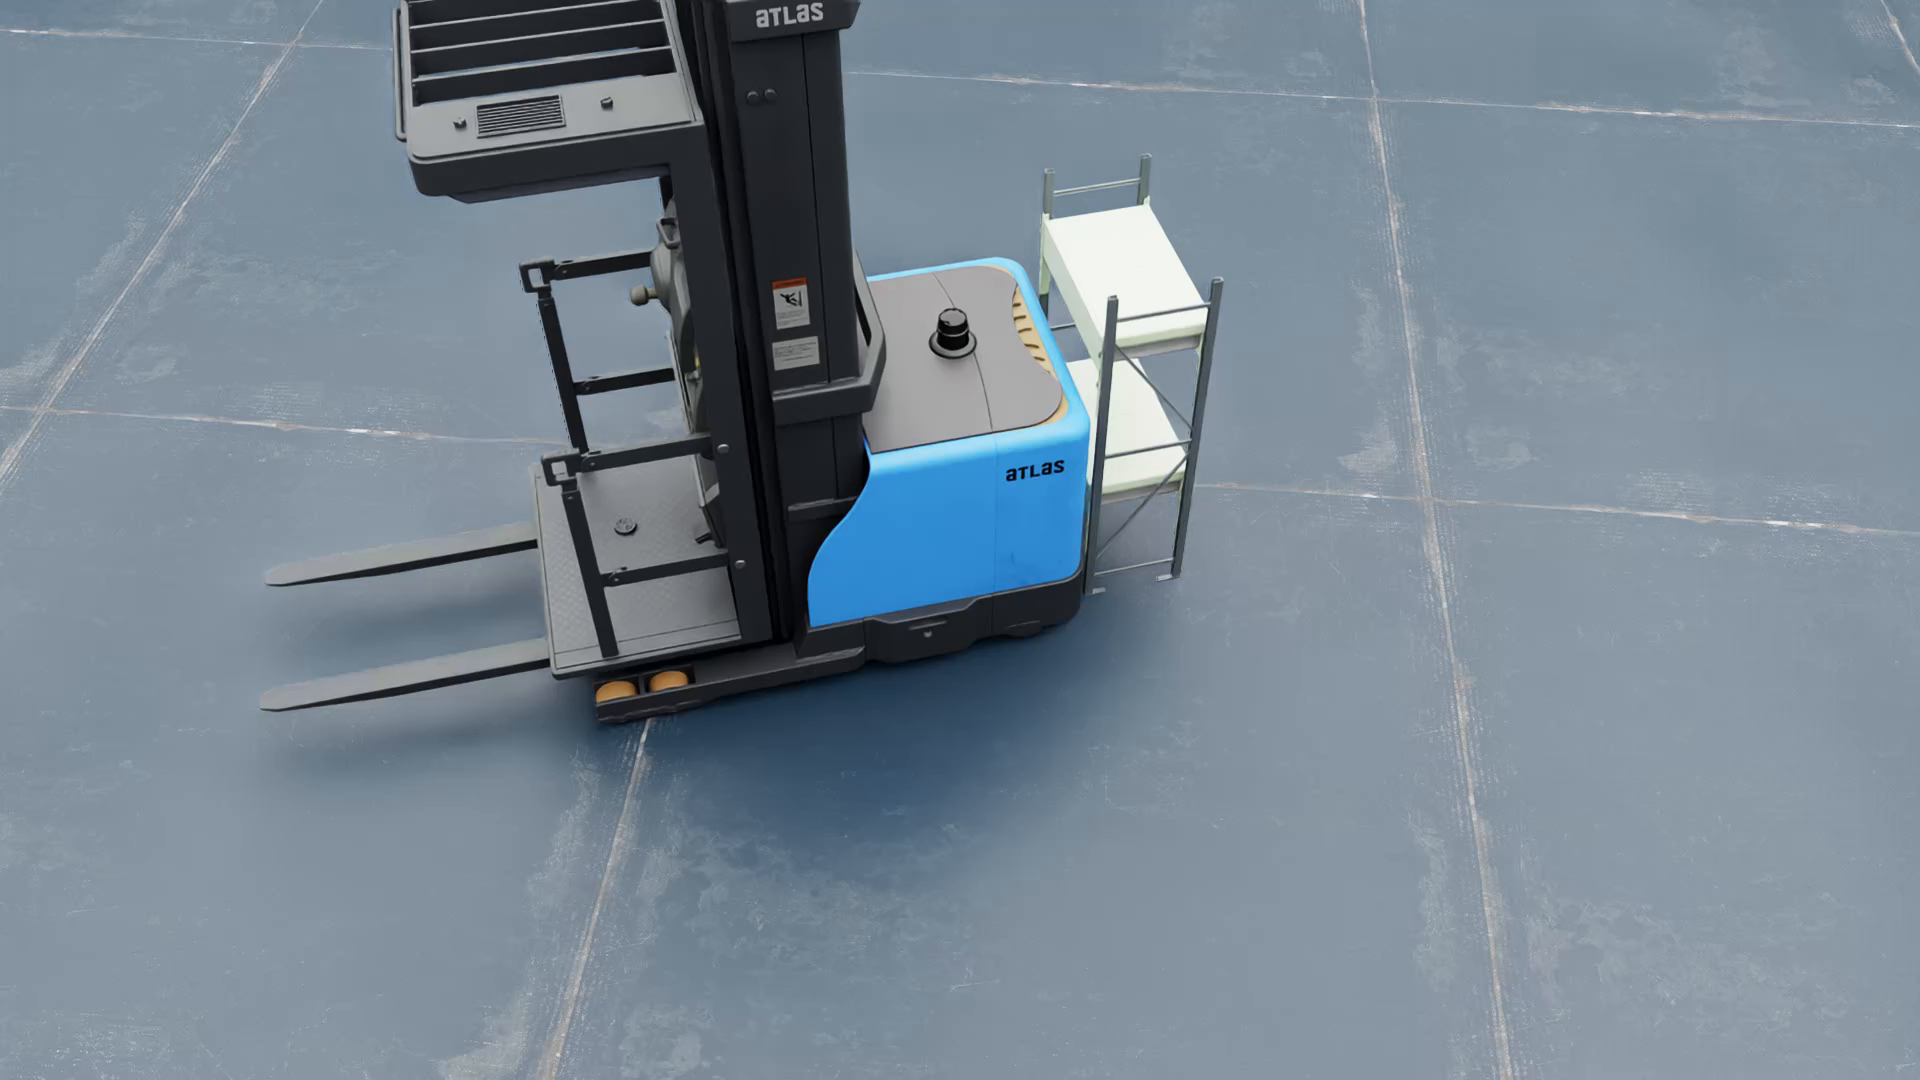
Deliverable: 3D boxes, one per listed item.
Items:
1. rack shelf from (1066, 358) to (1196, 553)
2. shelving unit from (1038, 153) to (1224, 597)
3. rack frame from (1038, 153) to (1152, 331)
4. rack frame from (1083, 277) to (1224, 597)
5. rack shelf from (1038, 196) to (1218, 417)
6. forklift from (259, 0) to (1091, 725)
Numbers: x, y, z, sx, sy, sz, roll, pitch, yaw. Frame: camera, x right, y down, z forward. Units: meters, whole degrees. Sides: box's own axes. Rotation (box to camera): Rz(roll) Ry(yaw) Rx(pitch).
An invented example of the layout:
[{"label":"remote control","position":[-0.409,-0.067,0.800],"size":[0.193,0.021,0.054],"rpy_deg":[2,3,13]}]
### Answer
[{"label":"rack shelf","position":[0.590,-0.368,6.538],"size":[0.431,0.370,0.720],"rpy_deg":[-11,48,-10]},{"label":"shelving unit","position":[0.590,-0.588,6.298],"size":[0.431,1.500,0.755],"rpy_deg":[-11,48,-10]},{"label":"rack frame","position":[0.498,-0.850,6.537],"size":[0.400,1.500,0.023],"rpy_deg":[-11,48,-10]},{"label":"rack frame","position":[0.682,-0.327,6.059],"size":[0.400,1.500,0.023],"rpy_deg":[-11,48,-10]},{"label":"rack shelf","position":[0.590,-0.852,6.010],"size":[0.431,0.370,0.720],"rpy_deg":[-11,48,-10]},{"label":"forklift","position":[-1.108,-0.745,5.471],"size":[3.031,2.935,1.130],"rpy_deg":[-10,48,-9]}]
